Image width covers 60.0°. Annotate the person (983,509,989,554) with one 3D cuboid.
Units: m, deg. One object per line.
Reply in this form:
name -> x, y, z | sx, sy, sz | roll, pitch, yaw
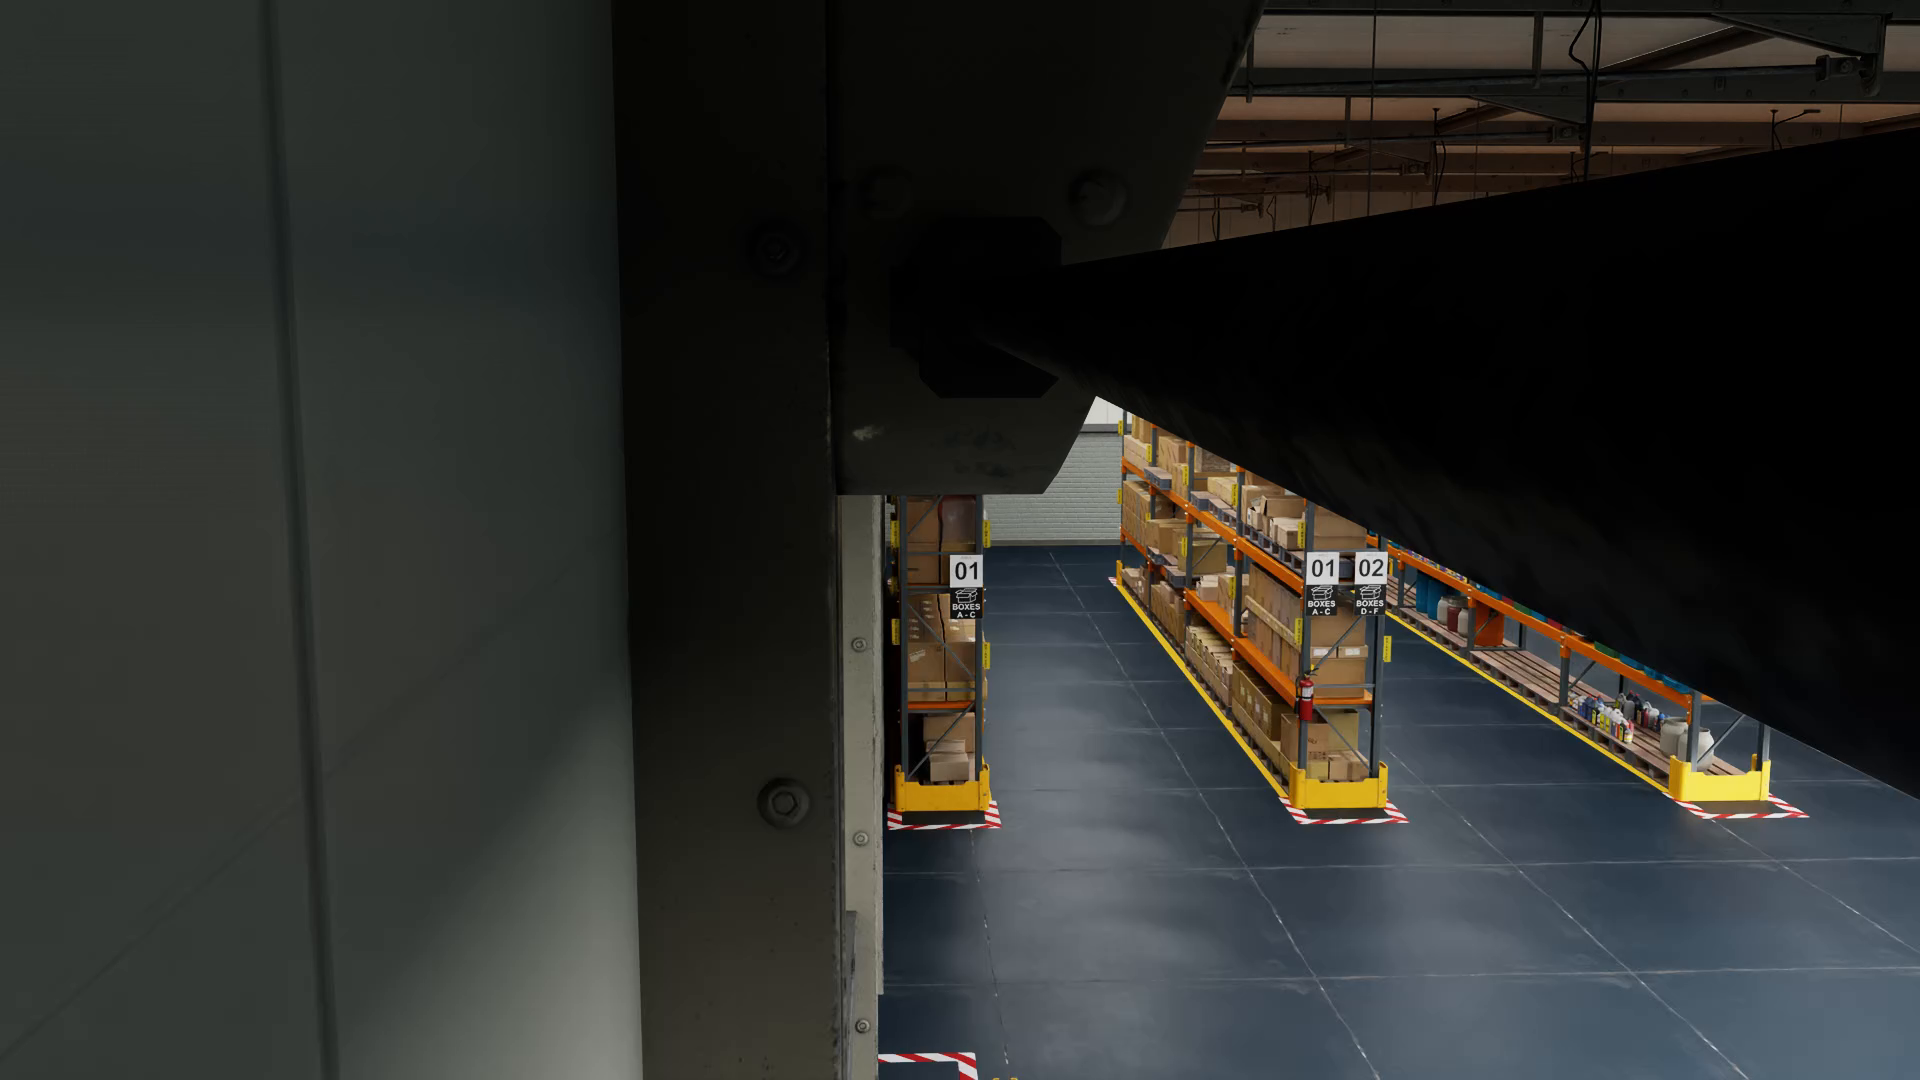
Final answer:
person -> 0.415, -0.173, 38.675 | 0.533, 1.614, 0.955 | -1, 9, -10
